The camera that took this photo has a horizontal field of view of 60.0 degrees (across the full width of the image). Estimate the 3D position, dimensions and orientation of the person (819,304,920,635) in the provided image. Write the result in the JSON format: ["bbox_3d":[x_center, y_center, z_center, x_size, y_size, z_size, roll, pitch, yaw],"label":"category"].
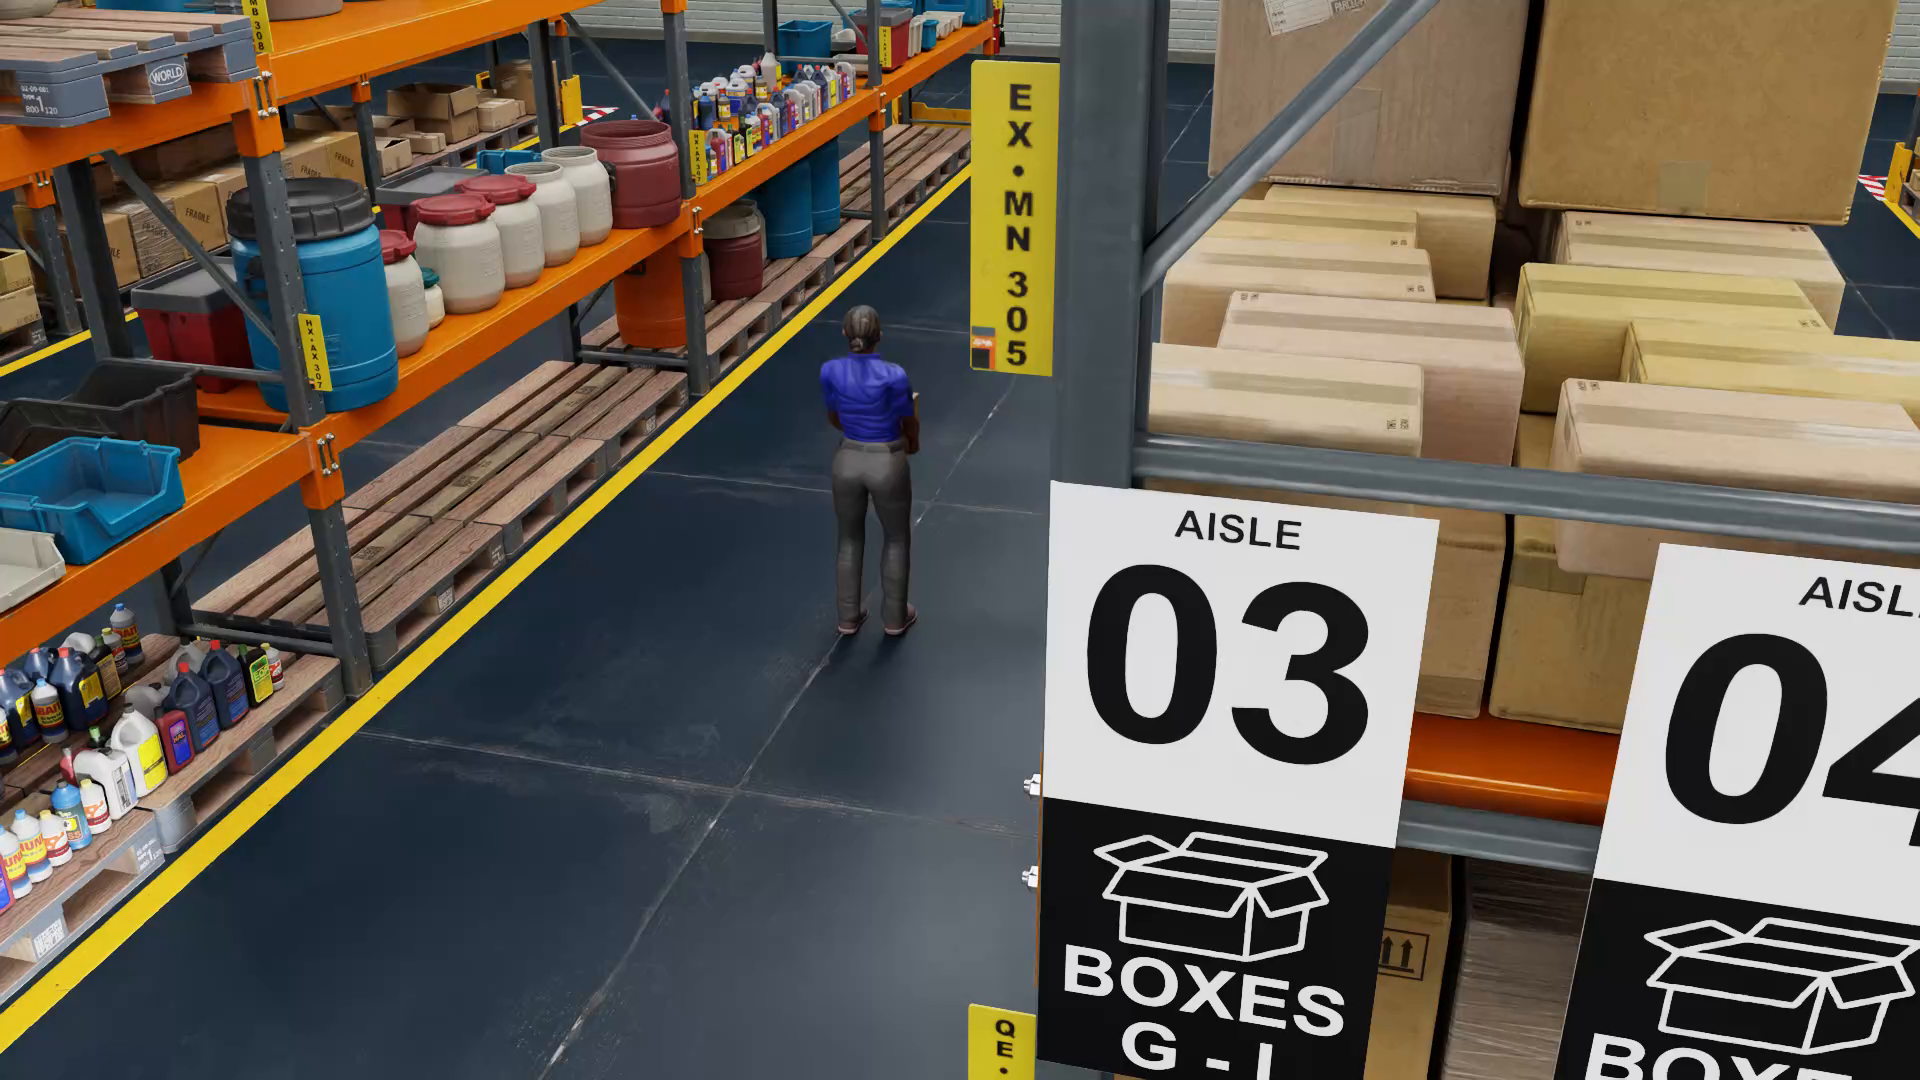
[{"bbox_3d":[-0.396,-0.346,7.853,0.445,1.656,0.496,6,26,13],"label":"person"}]
